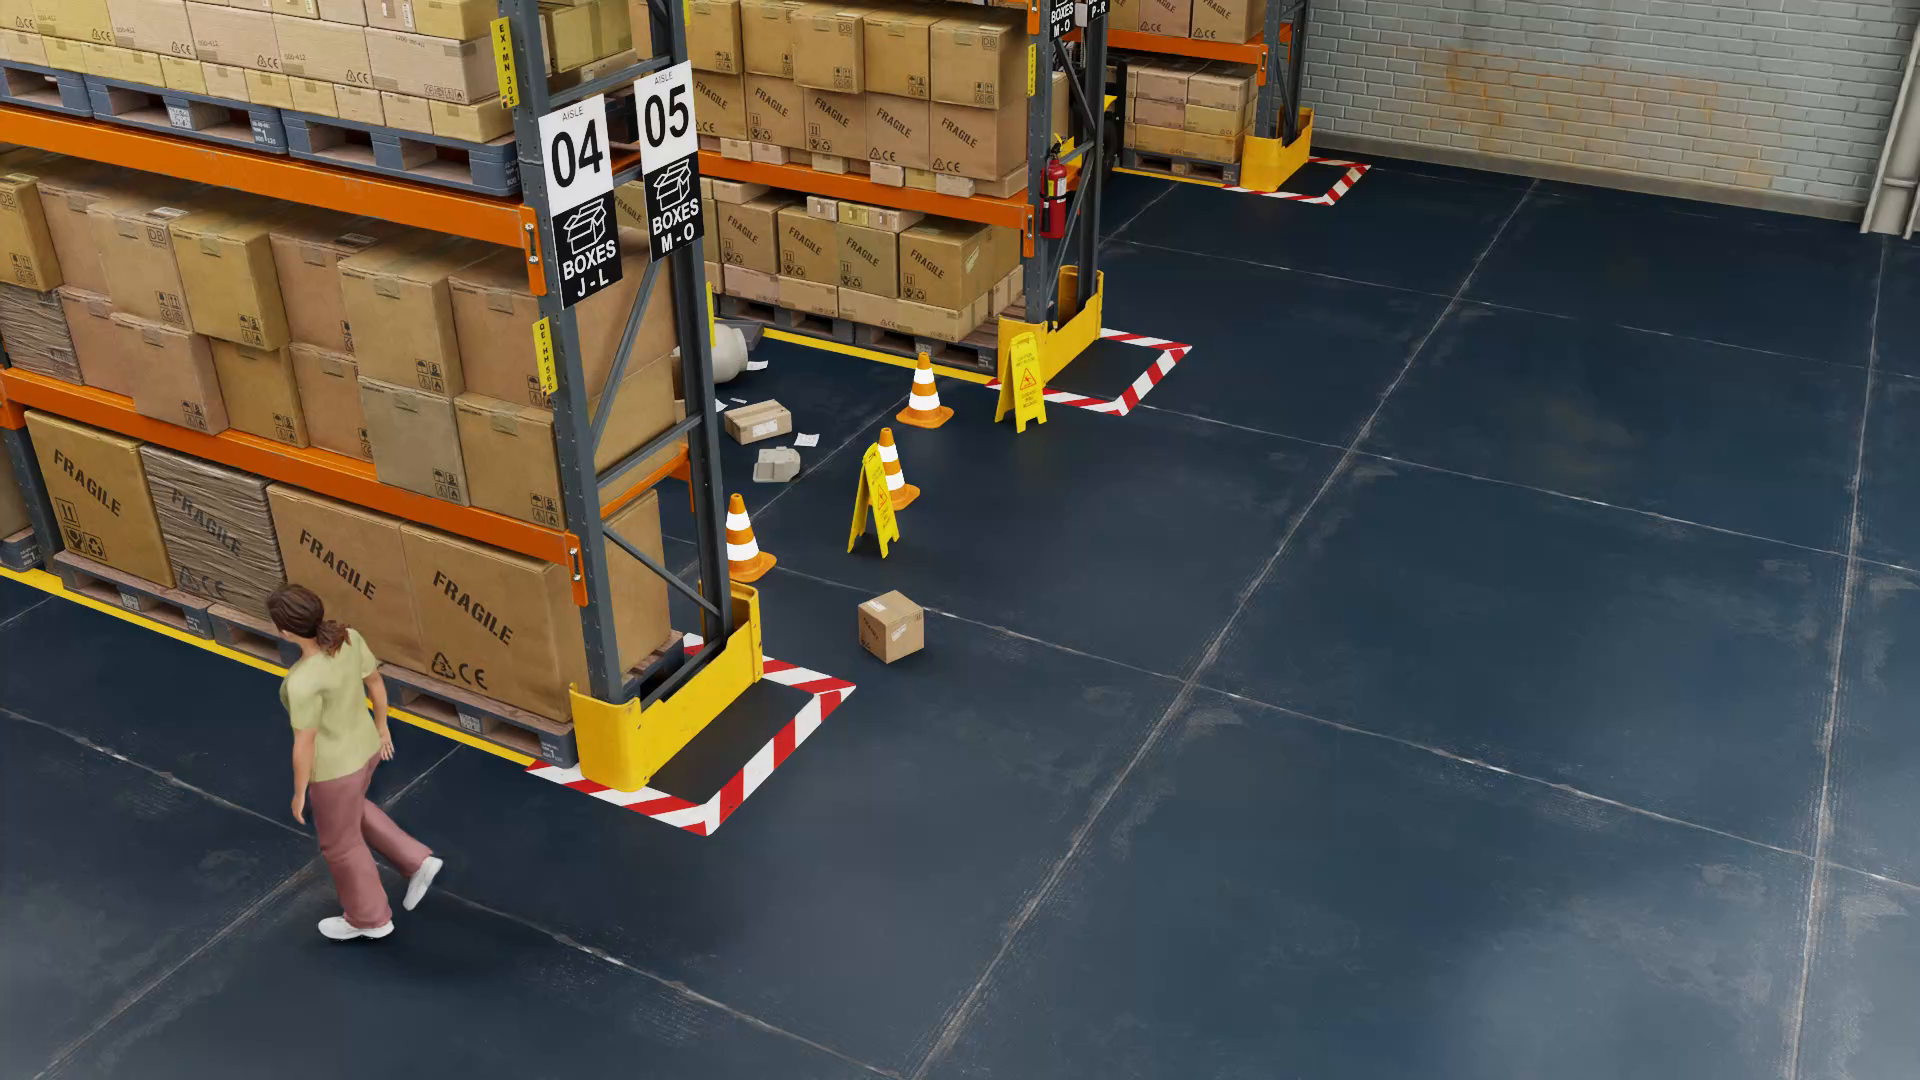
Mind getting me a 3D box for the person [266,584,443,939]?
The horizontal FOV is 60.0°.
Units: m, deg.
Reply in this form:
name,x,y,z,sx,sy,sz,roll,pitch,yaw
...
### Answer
name,x,y,z,sx,sy,sz,roll,pitch,yaw
person,-2.448,0.904,6.696,0.502,1.664,0.507,4,30,7
